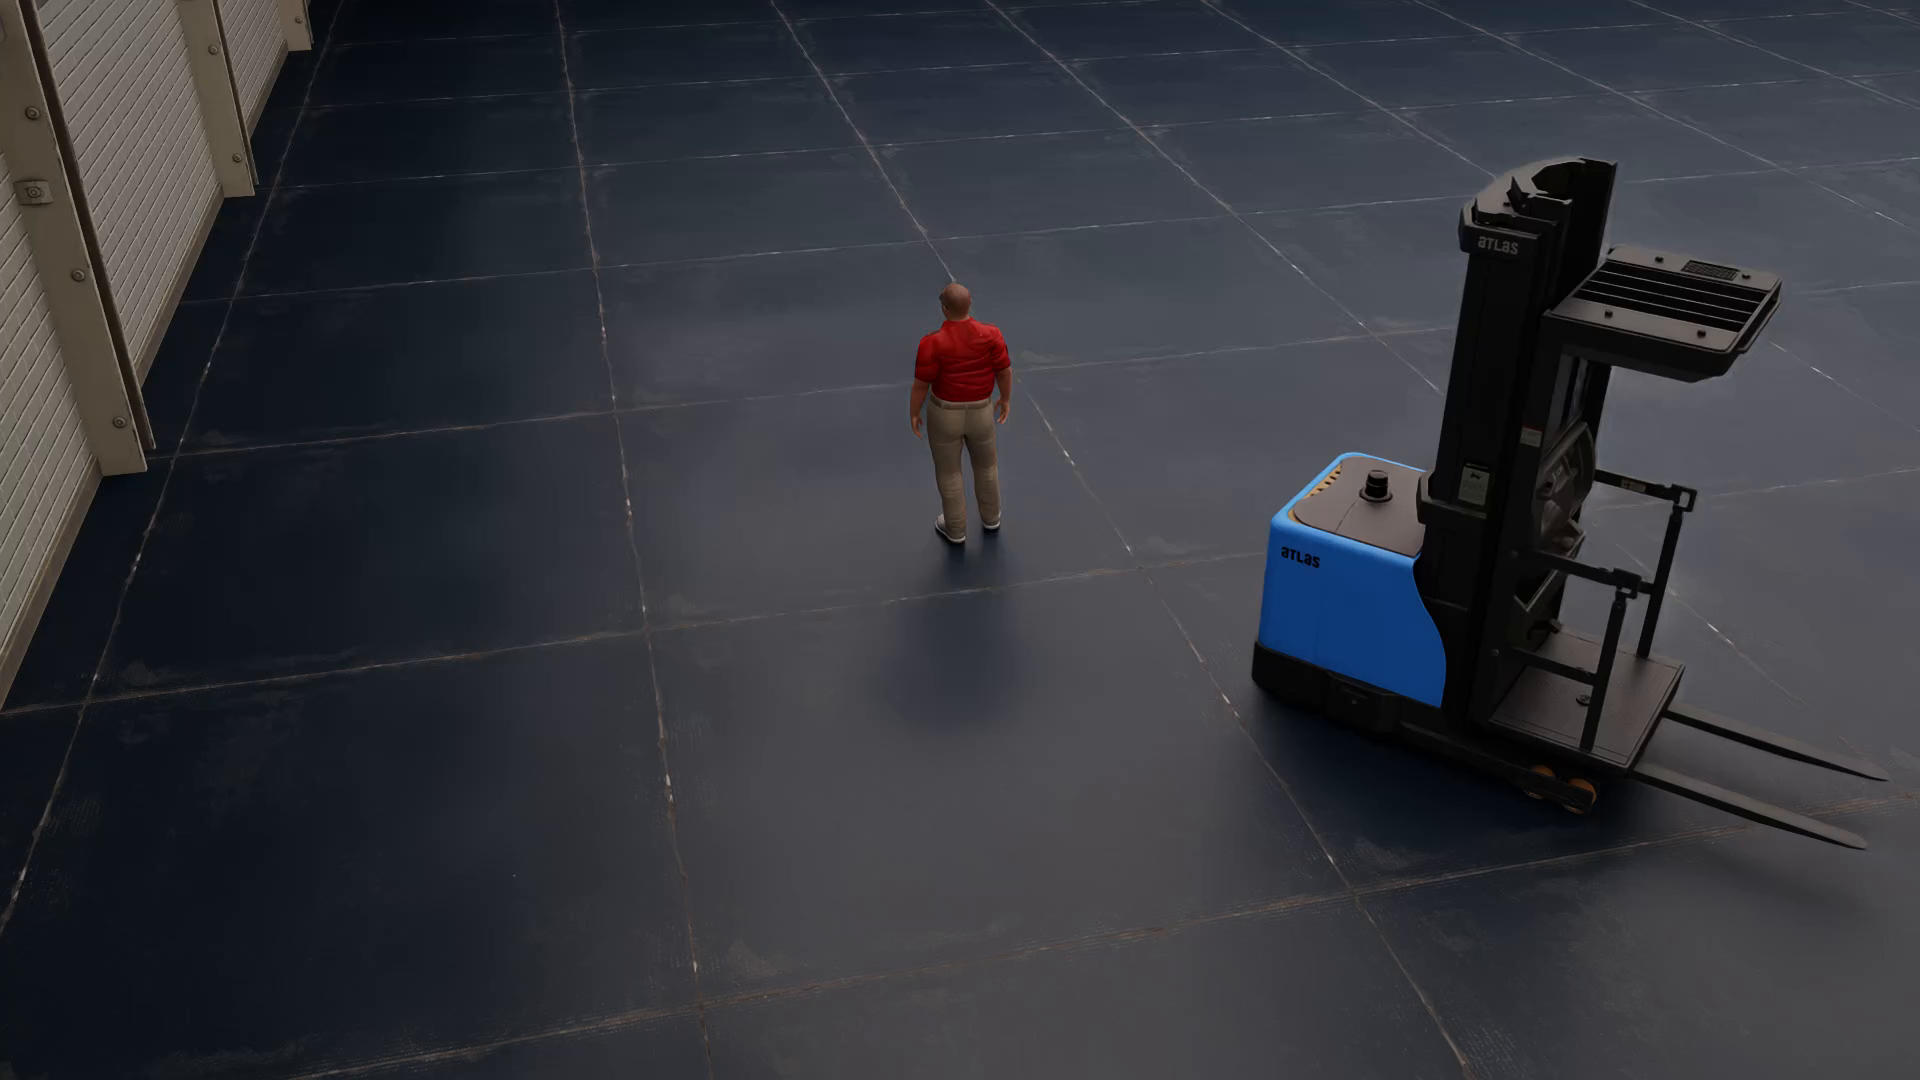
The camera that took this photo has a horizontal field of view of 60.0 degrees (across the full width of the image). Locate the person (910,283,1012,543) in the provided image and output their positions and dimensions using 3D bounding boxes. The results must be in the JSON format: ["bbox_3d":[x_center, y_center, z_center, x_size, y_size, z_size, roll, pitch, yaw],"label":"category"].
[{"bbox_3d":[-0.010,-0.800,10.141,0.641,1.727,0.550,-7,31,-12],"label":"person"}]

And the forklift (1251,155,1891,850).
[{"bbox_3d":[3.091,-0.229,7.970,3.031,2.935,1.130,19,35,30],"label":"forklift"}]
